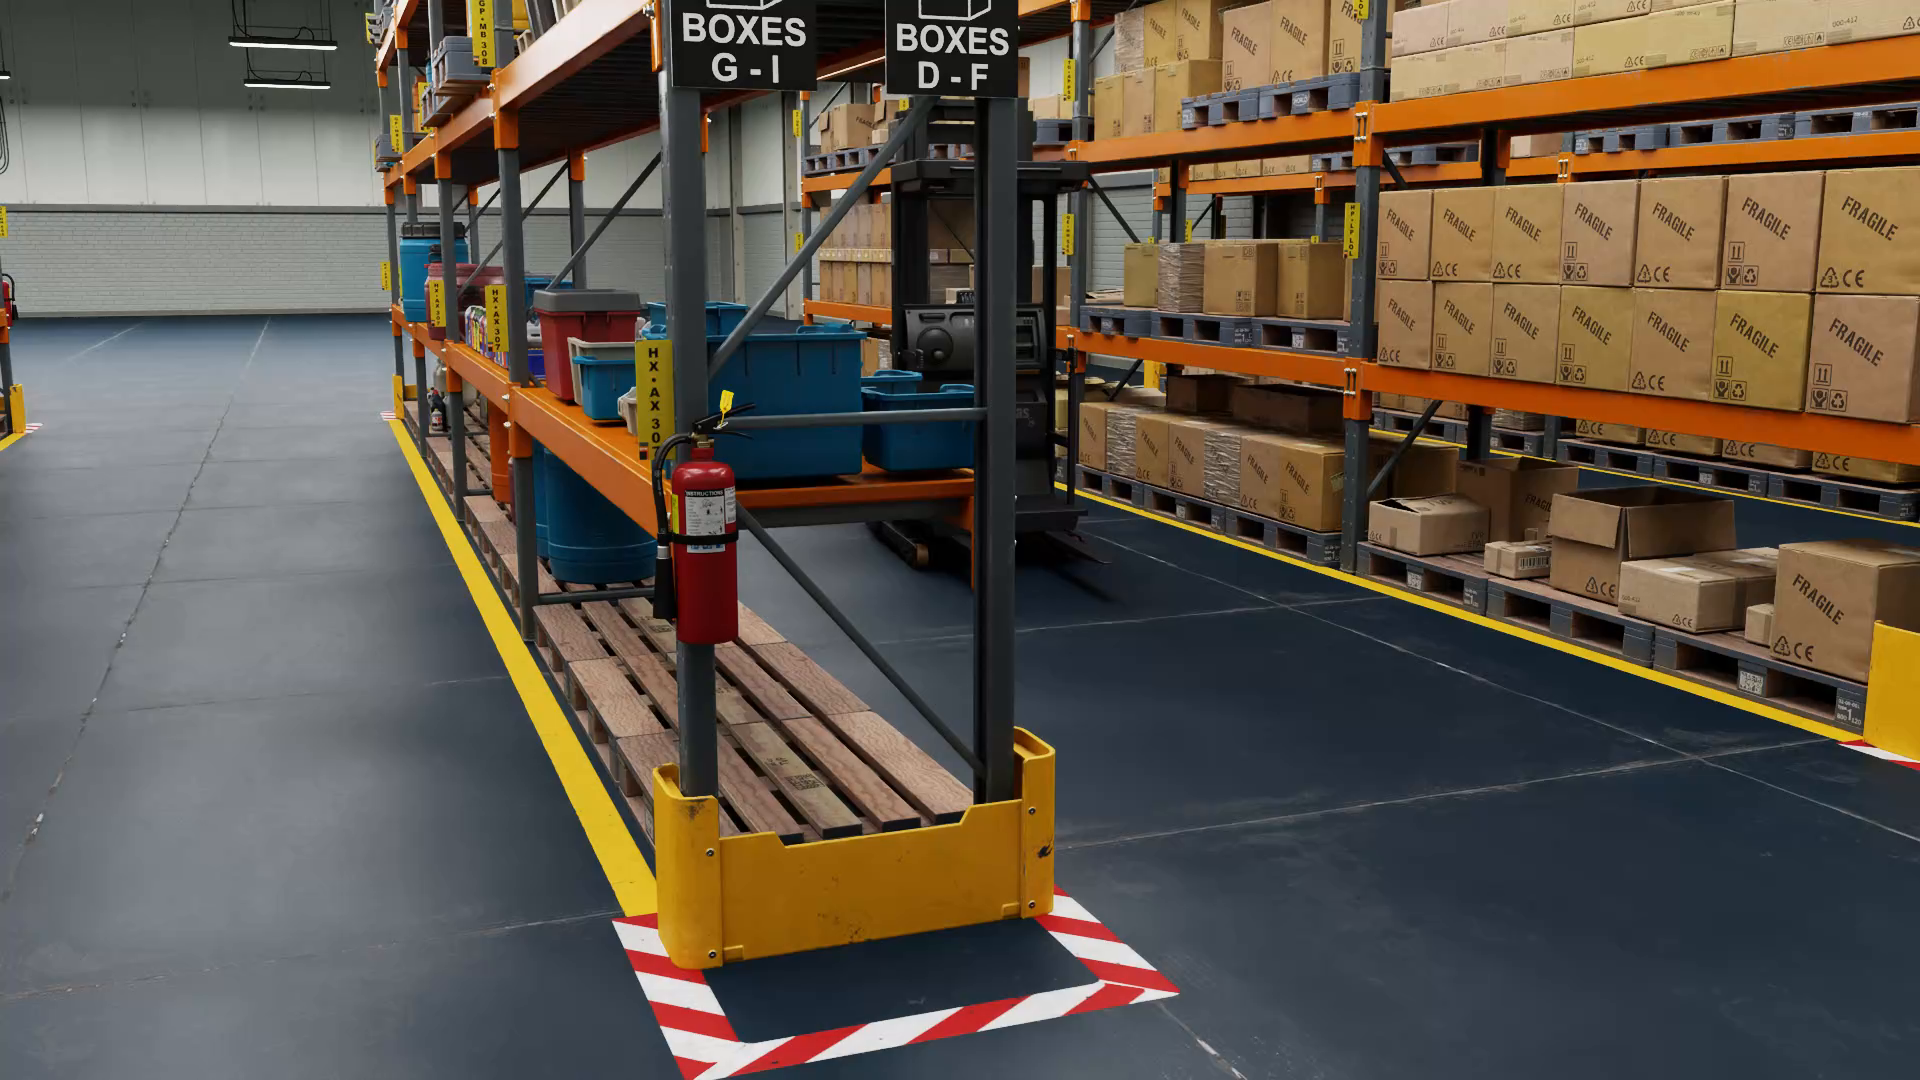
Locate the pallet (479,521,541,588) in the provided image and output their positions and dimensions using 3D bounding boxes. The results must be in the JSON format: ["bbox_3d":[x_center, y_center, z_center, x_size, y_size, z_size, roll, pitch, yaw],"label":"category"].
[{"bbox_3d":[-2.459,0.054,10.514,1.003,0.211,1.213,-4,11,-21],"label":"pallet"}]

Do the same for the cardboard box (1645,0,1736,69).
[{"bbox_3d":[3.499,-2.285,7.563,0.500,0.250,0.500,-4,11,-21],"label":"cardboard box"}]

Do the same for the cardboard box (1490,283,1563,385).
[{"bbox_3d":[3.144,-1.088,8.687,0.500,0.500,0.500,-4,11,-21],"label":"cardboard box"}]

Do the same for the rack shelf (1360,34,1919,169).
[{"bbox_3d":[3.571,-2.101,8.154,1.077,0.370,4.000,-4,11,-21],"label":"rack shelf"}]

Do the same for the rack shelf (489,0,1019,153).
[{"bbox_3d":[-1.048,-1.787,6.390,1.077,0.370,4.000,-4,11,-21],"label":"rack shelf"}]

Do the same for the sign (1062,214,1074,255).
[{"bbox_3d":[0.880,-2.492,13.557,0.100,0.325,0.005,-4,11,-21],"label":"sign"}]

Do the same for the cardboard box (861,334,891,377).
[{"bbox_3d":[-0.975,-2.139,19.390,0.500,0.500,0.500,-4,11,-21],"label":"cardboard box"}]

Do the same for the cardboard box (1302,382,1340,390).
[{"bbox_3d":[4.341,-1.832,19.991,0.380,0.166,0.250,-6,11,-28],"label":"cardboard box"}]

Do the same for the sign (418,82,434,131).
[{"bbox_3d":[-3.732,-3.033,11.639,0.100,0.325,0.005,-4,11,-21],"label":"sign"}]

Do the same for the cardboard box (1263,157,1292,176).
[{"bbox_3d":[3.978,-4.611,19.871,0.500,0.500,0.500,-5,11,-26],"label":"cardboard box"}]

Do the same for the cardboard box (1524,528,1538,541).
[{"bbox_3d":[3.508,0.015,9.656,0.380,0.149,0.250,-4,11,-21],"label":"cardboard box"}]

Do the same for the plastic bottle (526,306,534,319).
[{"bbox_3d":[-2.717,-1.307,10.345,0.144,0.351,0.185,-4,11,-21],"label":"plastic bottle"}]

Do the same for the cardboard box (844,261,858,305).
[{"bbox_3d":[-0.976,-3.069,19.821,0.700,0.500,0.500,-4,11,-21],"label":"cardboard box"}]

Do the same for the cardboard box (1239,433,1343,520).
[{"bbox_3d":[2.229,-0.434,11.177,0.500,0.500,0.500,-4,11,-21],"label":"cardboard box"}]

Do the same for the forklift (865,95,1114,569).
[{"bbox_3d":[0.161,-1.337,10.566,1.130,2.935,3.031,-3,10,-15],"label":"forklift"}]

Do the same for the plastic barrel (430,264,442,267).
[{"bbox_3d":[-4.263,-2.074,14.125,0.433,0.535,0.433,0,10,0],"label":"plastic barrel"}]

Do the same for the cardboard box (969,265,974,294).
[{"bbox_3d":[0.401,-2.447,16.327,0.500,0.500,0.500,-3,11,-17],"label":"cardboard box"}]

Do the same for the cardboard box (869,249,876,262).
[{"bbox_3d":[-0.810,-3.217,18.803,0.380,0.149,0.250,-4,11,-19],"label":"cardboard box"}]

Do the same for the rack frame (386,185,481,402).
[{"bbox_3d":[-6.121,-2.950,19.437,1.000,3.000,0.127,-4,11,-21],"label":"rack frame"}]

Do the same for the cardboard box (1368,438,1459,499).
[{"bbox_3d":[2.898,-0.385,10.900,0.500,0.500,0.500,-4,11,-23],"label":"cardboard box"}]

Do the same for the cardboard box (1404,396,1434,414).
[{"bbox_3d":[5.226,-1.625,17.873,0.700,0.500,0.500,-4,11,-20],"label":"cardboard box"}]

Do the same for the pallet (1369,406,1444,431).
[{"bbox_3d":[4.846,-1.425,18.831,1.003,0.211,1.213,-4,11,-21],"label":"pallet"}]

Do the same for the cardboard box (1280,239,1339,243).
[{"bbox_3d":[4.103,-3.288,19.570,0.500,0.500,0.500,-4,11,-21],"label":"cardboard box"}]

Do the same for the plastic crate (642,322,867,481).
[{"bbox_3d":[-0.618,-0.428,4.987,0.616,0.435,0.499,-4,11,-21],"label":"plastic crate"}]

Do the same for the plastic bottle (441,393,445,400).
[{"bbox_3d":[-5.274,-1.357,16.986,0.061,0.283,0.133,-4,11,-21],"label":"plastic bottle"}]

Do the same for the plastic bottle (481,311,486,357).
[{"bbox_3d":[-2.990,-1.304,10.517,0.061,0.283,0.133,-4,11,-21],"label":"plastic bottle"}]

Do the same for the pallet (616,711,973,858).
[{"bbox_3d":[-0.585,0.898,5.770,1.003,0.211,1.213,-4,11,-21],"label":"pallet"}]

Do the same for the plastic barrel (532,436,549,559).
[{"bbox_3d":[-2.210,-0.370,9.727,0.600,0.901,0.708,-4,11,-21],"label":"plastic barrel"}]

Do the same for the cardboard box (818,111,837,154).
[{"bbox_3d":[-1.298,-4.973,20.351,0.797,0.503,0.637,-3,11,-17],"label":"cardboard box"}]

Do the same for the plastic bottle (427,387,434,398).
[{"bbox_3d":[-5.360,-1.380,16.920,0.144,0.351,0.185,-4,11,-21],"label":"plastic bottle"}]

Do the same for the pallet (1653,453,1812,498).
[{"bbox_3d":[6.666,-0.567,14.006,1.003,0.211,1.213,-4,11,-21],"label":"pallet"}]

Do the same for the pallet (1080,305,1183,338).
[{"bbox_3d":[1.707,-1.757,13.279,1.213,0.211,1.003,-4,11,-21],"label":"pallet"}]

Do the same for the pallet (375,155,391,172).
[{"bbox_3d":[-5.912,-4.192,18.397,1.003,0.211,1.213,-4,11,-21],"label":"pallet"}]

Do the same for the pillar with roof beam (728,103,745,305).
[{"bbox_3d":[-10.711,-11.096,48.105,9.100,9.000,0.548,-4,11,-21],"label":"pillar with roof beam"}]

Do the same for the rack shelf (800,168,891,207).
[{"bbox_3d":[-0.778,-4.059,19.166,1.077,0.370,4.000,-4,11,-21],"label":"rack shelf"}]

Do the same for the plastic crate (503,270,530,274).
[{"bbox_3d":[-4.211,-2.269,15.425,0.402,0.464,0.583,-4,11,-21],"label":"plastic crate"}]

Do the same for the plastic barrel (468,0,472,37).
[{"bbox_3d":[-2.533,-3.190,9.593,0.600,0.901,0.708,-4,11,-21],"label":"plastic barrel"}]

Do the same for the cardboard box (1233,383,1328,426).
[{"bbox_3d":[2.353,-0.999,12.212,0.500,0.250,0.500,-4,11,-22],"label":"cardboard box"}]

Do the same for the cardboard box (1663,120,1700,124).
[{"bbox_3d":[6.482,-3.856,14.428,0.700,0.500,0.500,-5,11,-24],"label":"cardboard box"}]

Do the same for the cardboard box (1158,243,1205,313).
[{"bbox_3d":[1.883,-1.956,12.369,0.700,0.500,0.500,-2,10,-10],"label":"cardboard box"}]

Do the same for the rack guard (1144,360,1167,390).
[{"bbox_3d":[3.140,-2.335,23.121,1.175,0.500,0.348,-4,11,-21],"label":"rack guard"}]

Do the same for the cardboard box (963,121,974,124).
[{"bbox_3d":[0.363,-4.029,16.172,0.500,0.250,0.500,-5,11,-26],"label":"cardboard box"}]

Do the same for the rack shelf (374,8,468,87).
[{"bbox_3d":[-5.396,-5.026,17.174,1.077,0.370,4.000,-4,11,-21],"label":"rack shelf"}]

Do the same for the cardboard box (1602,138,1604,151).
[{"bbox_3d":[5.965,-3.940,16.100,0.500,0.500,0.500,-4,11,-21],"label":"cardboard box"}]

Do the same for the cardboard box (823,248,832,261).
[{"bbox_3d":[-1.463,-3.511,20.457,0.380,0.149,0.250,-4,11,-22],"label":"cardboard box"}]

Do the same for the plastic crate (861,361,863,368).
[{"bbox_3d":[-0.583,-0.561,6.316,0.416,0.233,0.300,-4,11,-21],"label":"plastic crate"}]

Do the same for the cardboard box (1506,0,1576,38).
[{"bbox_3d":[3.144,-2.695,8.440,0.500,0.250,0.500,-4,11,-21],"label":"cardboard box"}]

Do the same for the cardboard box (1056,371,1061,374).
[{"bbox_3d":[0.734,-1.525,16.482,0.500,0.311,0.500,-4,11,-21],"label":"cardboard box"}]

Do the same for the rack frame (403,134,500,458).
[{"bbox_3d":[-4.671,-2.297,15.766,1.000,3.000,0.127,-4,11,-21],"label":"rack frame"}]

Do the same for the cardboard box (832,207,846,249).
[{"bbox_3d":[-1.131,-3.780,20.116,0.700,0.500,0.500,-4,11,-22],"label":"cardboard box"}]

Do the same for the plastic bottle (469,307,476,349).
[{"bbox_3d":[-3.290,-1.439,11.276,0.061,0.283,0.133,-4,11,-21],"label":"plastic bottle"}]

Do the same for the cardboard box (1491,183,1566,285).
[{"bbox_3d":[3.127,-1.583,8.615,0.500,0.500,0.500,-4,11,-23],"label":"cardboard box"}]

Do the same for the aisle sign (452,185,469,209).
[{"bbox_3d":[-5.870,-4.260,19.381,0.394,0.787,0.004,-4,11,-21],"label":"aisle sign"}]

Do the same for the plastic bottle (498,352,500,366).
[{"bbox_3d":[-2.648,-1.118,9.707,0.097,0.201,0.097,0,10,0],"label":"plastic bottle"}]

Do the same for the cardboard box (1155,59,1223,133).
[{"bbox_3d":[1.959,-3.246,12.255,0.910,0.500,0.500,-4,11,-21],"label":"cardboard box"}]

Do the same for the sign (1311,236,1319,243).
[{"bbox_3d":[4.059,-3.316,19.024,0.100,0.325,0.005,-4,11,-21],"label":"sign"}]

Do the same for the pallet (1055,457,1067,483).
[{"bbox_3d":[1.134,-0.721,14.873,1.003,0.211,1.213,-4,11,-21],"label":"pallet"}]
